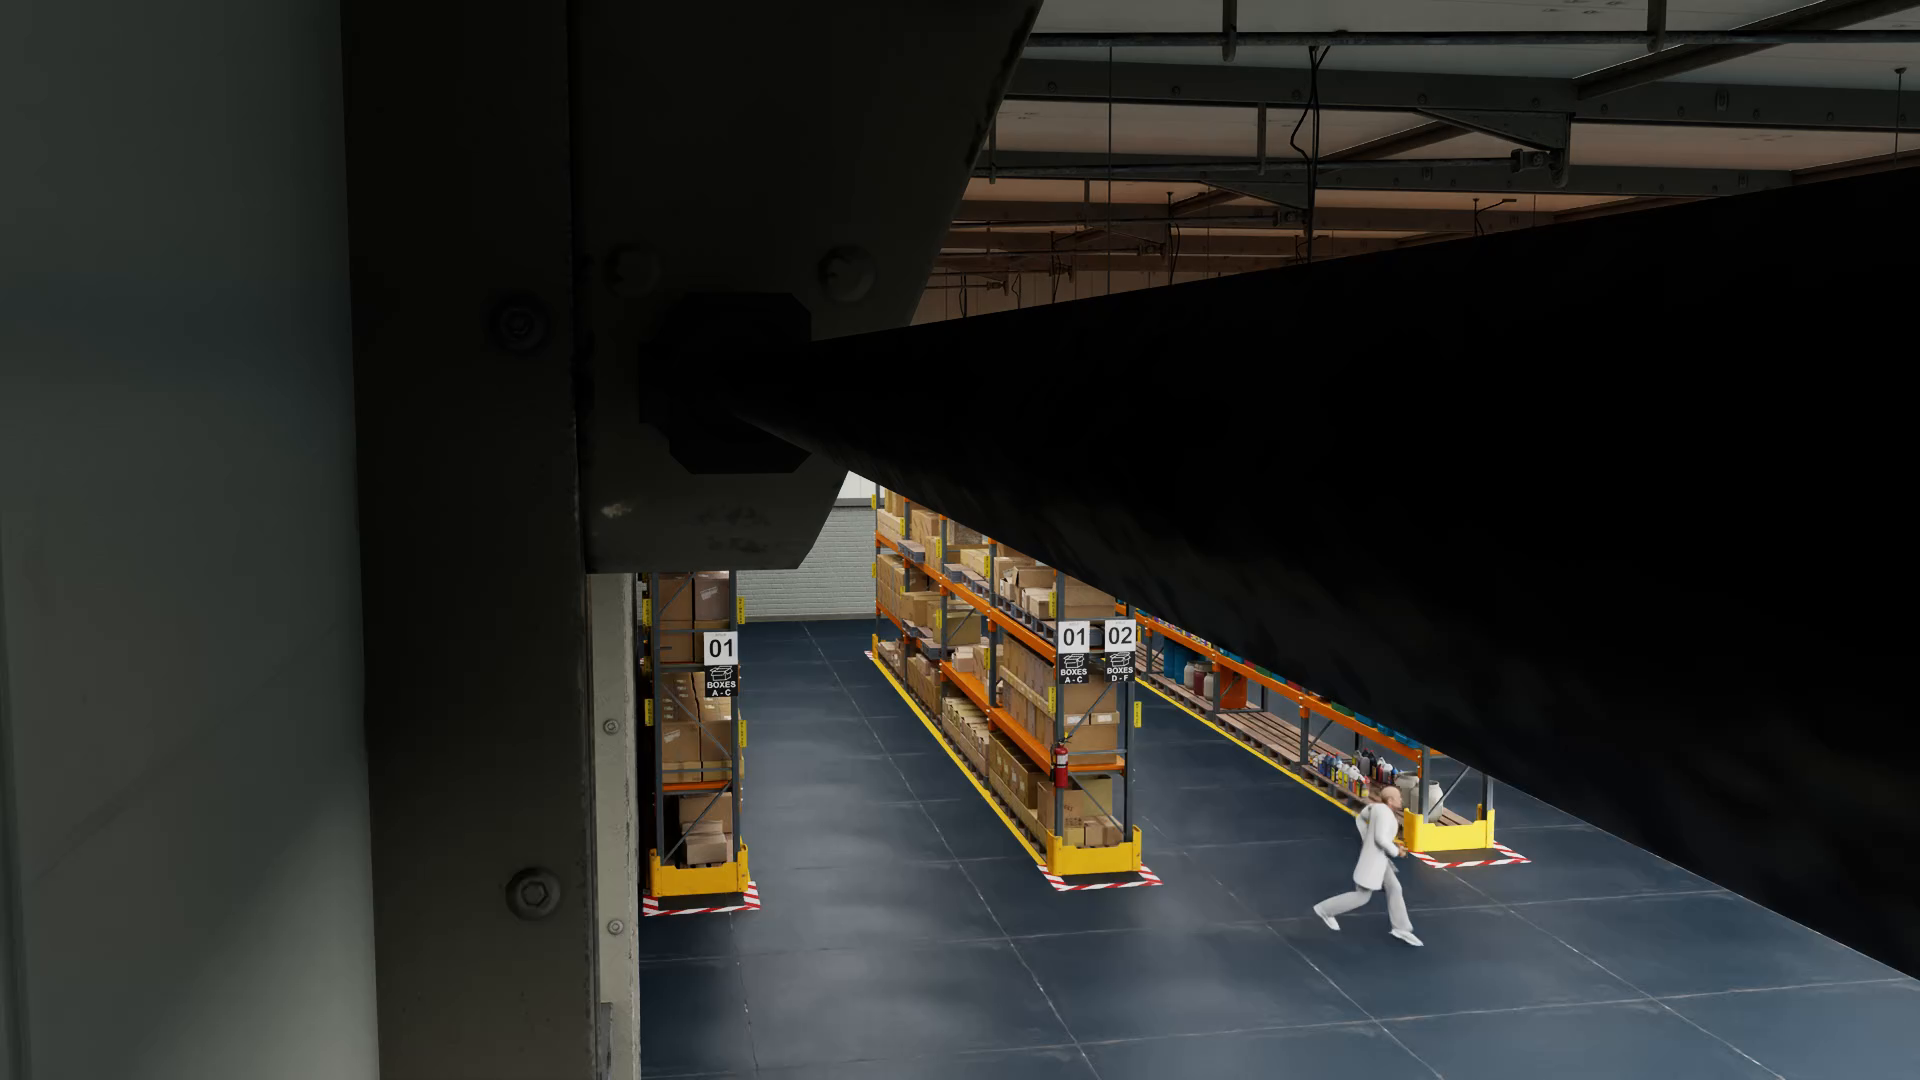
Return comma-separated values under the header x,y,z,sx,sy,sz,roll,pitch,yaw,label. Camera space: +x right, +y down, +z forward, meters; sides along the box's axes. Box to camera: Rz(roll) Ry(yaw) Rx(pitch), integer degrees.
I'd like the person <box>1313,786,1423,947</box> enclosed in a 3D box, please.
x,y,z,sx,sy,sz,roll,pitch,yaw,label
4.512,3.586,18.322,1.188,1.778,0.712,1,6,11,person
